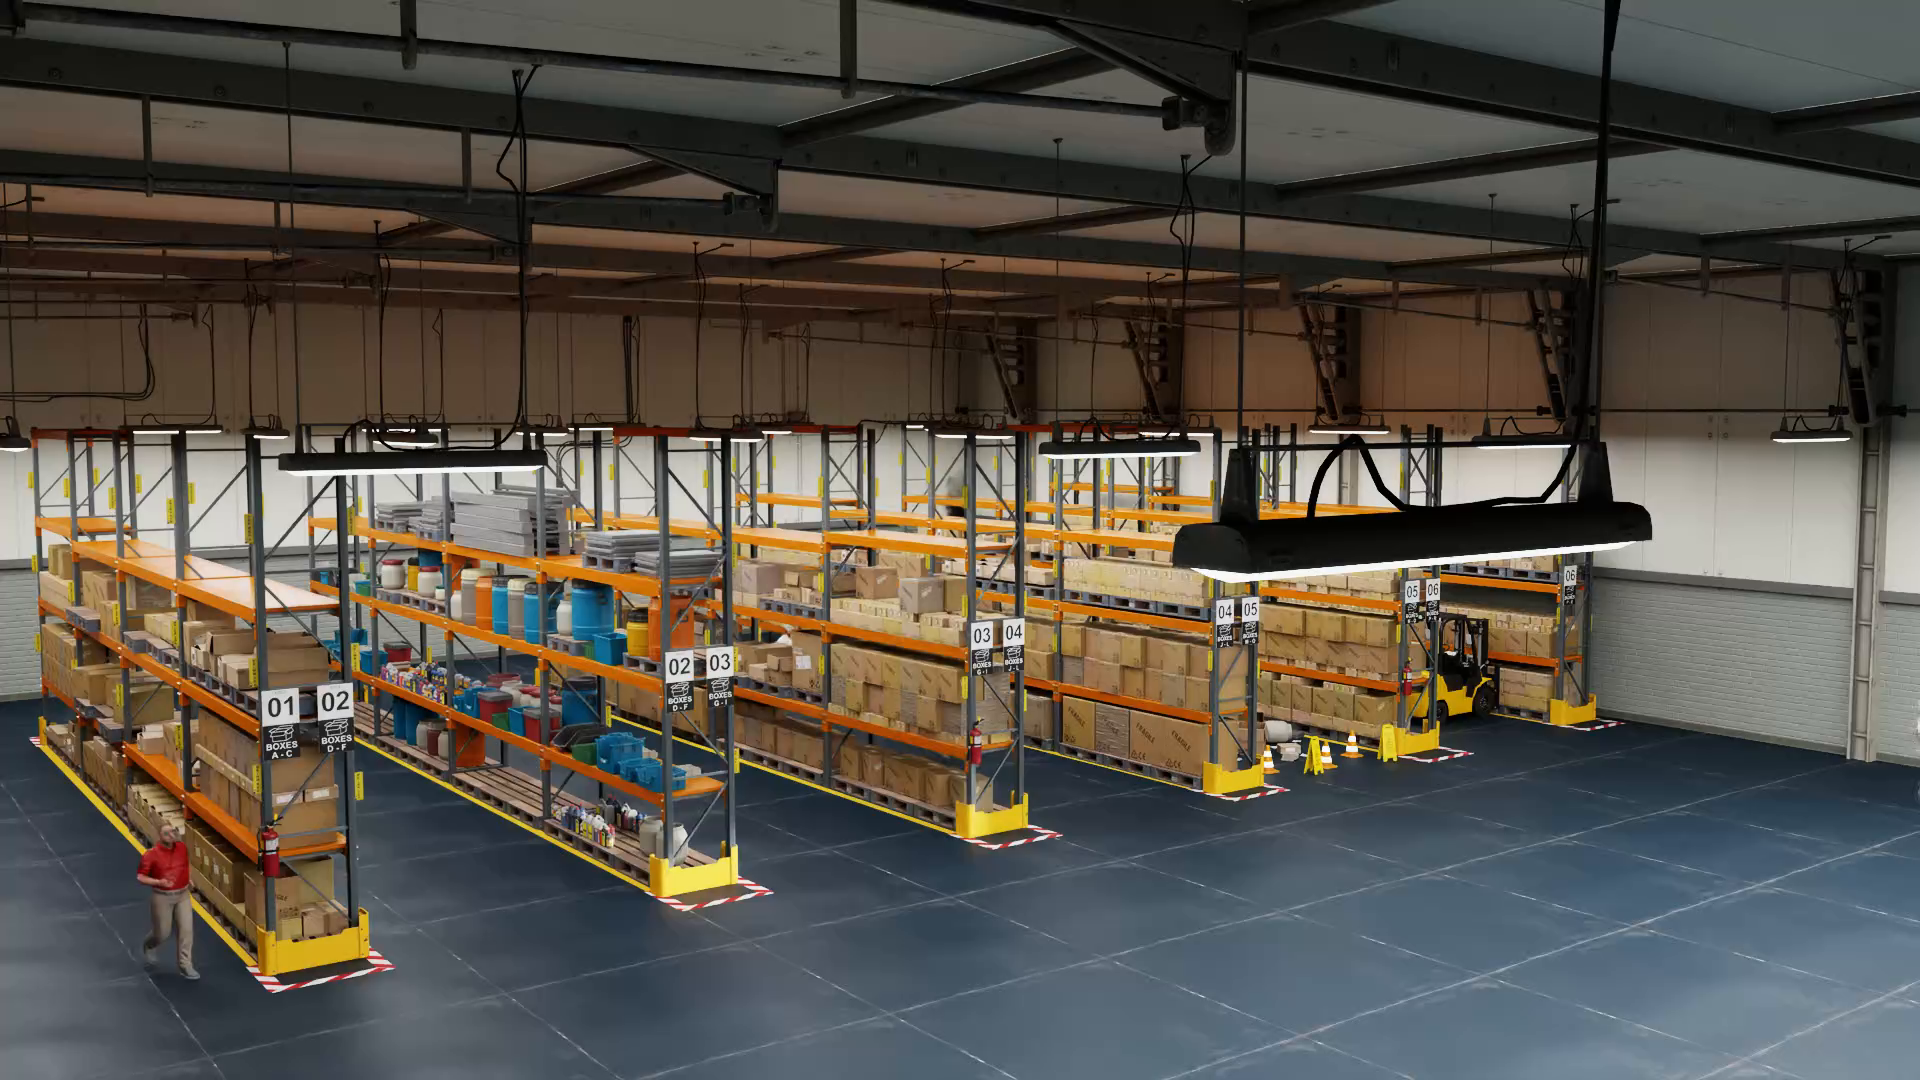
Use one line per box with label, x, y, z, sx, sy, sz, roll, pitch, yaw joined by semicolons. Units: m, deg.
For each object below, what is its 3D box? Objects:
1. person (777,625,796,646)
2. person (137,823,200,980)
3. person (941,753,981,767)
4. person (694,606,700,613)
person;-3.789;2.669;36.250;0.628;1.671;0.974;-4;6;-43
person;-8.797;3.992;18.535;0.917;1.681;0.666;4;6;39
person;0.028;3.125;29.677;0.818;1.796;0.689;4;6;39
person;-6.369;2.399;39.564;0.620;1.692;0.800;-1;5;-15
